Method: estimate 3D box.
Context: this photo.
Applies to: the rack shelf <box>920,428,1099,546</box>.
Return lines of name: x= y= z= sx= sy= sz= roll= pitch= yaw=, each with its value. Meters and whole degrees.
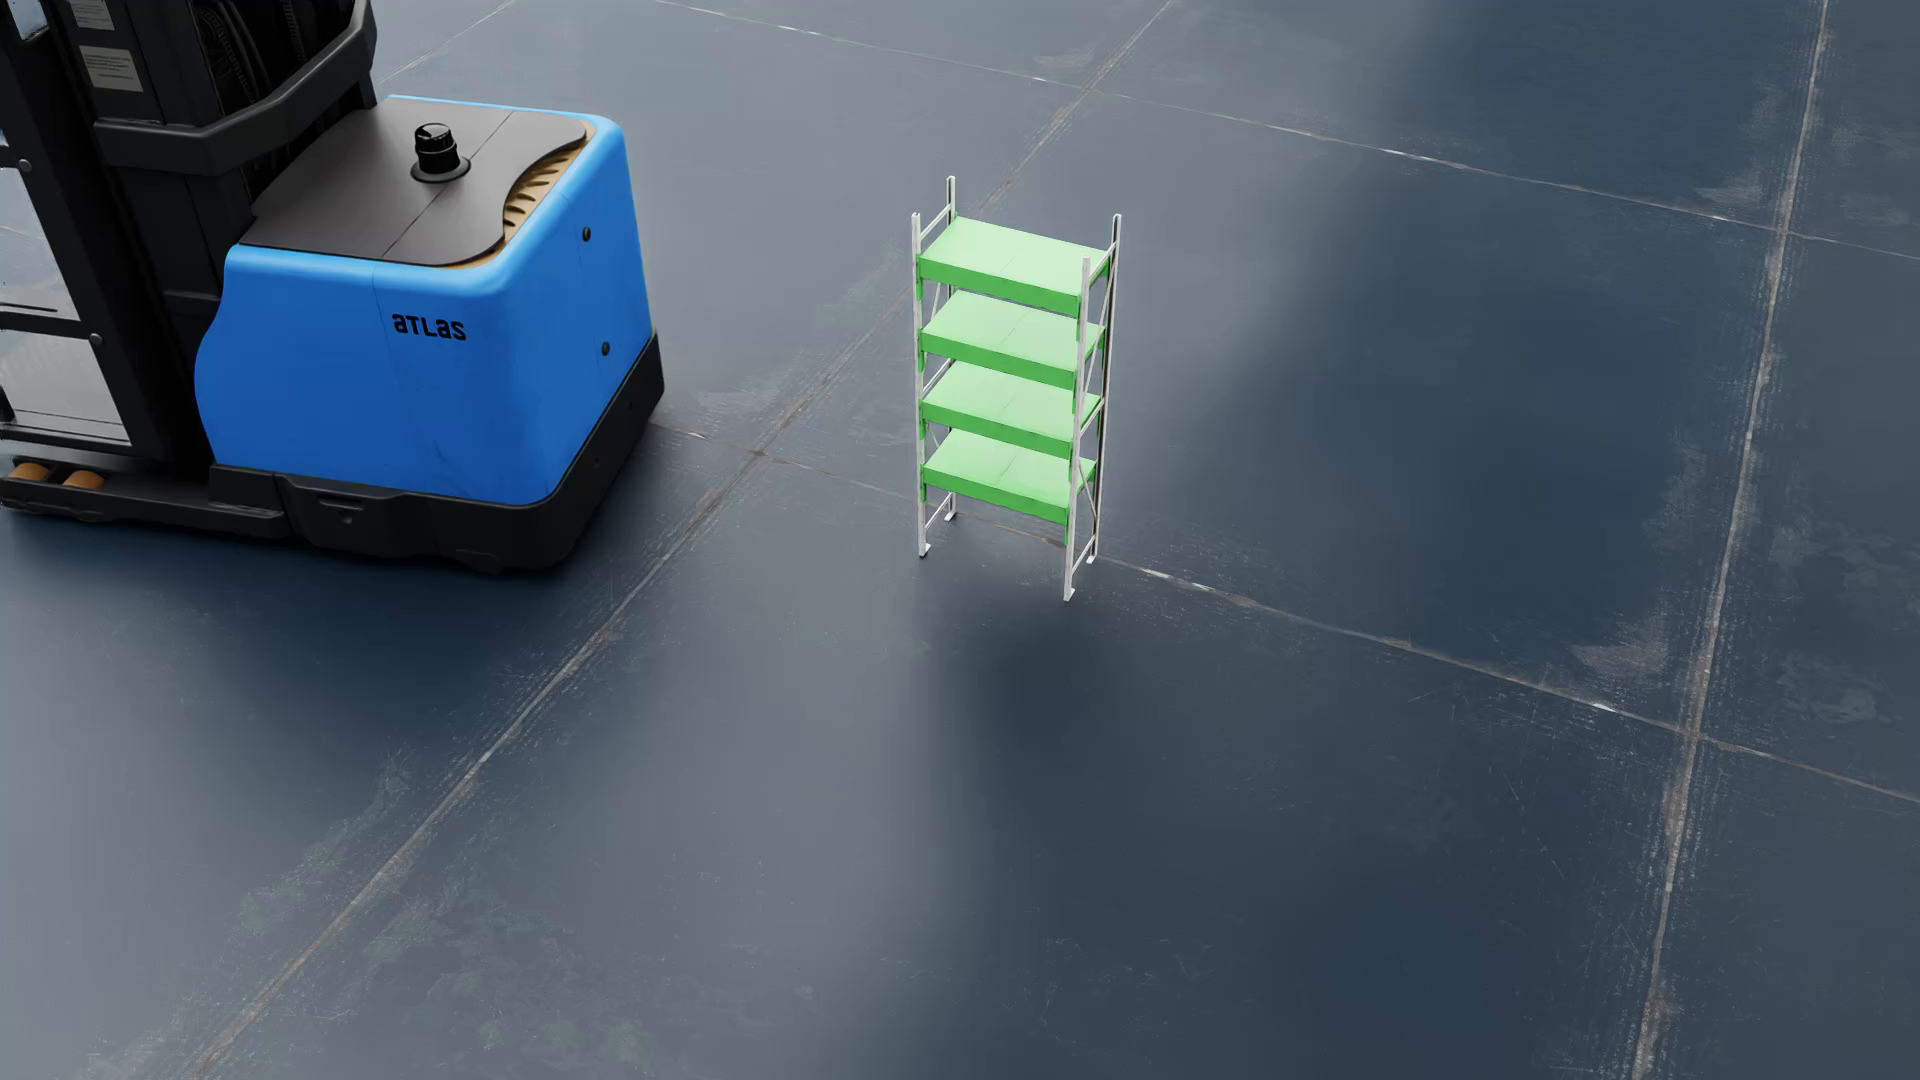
rack shelf: x=0.150 y=-0.178 z=5.003 sx=0.480 sy=0.148 sz=0.258 roll=17 pitch=44 yaw=19

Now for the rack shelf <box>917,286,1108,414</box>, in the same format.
rack shelf: x=0.150 y=-0.541 z=4.689 sx=0.480 sy=0.148 sz=0.258 roll=17 pitch=44 yaw=19

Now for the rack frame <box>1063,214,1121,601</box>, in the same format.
rack frame: x=0.371 y=-0.340 z=4.726 sx=0.015 sy=1.200 sz=0.240 roll=17 pitch=44 yaw=19

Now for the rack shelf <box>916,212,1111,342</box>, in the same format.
rack shelf: x=0.150 y=-0.722 z=4.532 sx=0.480 sy=0.148 sz=0.258 roll=17 pitch=44 yaw=19

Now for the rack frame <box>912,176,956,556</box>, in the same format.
rack frame: x=-0.071 y=-0.475 z=4.882 sx=0.015 sy=1.200 sz=0.240 roll=17 pitch=44 yaw=19

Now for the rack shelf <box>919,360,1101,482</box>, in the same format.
rack shelf: x=0.150 y=-0.359 z=4.846 sx=0.480 sy=0.148 sz=0.258 roll=17 pitch=44 yaw=19

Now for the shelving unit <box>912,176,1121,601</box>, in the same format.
shelving unit: x=0.150 y=-0.408 z=4.804 sx=0.503 sy=1.200 sz=0.258 roll=17 pitch=44 yaw=19

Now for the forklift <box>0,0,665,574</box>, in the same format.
forklift: x=-2.590 y=-1.493 z=4.735 sx=3.031 sy=2.935 sz=1.130 roll=8 pitch=42 yaw=9
